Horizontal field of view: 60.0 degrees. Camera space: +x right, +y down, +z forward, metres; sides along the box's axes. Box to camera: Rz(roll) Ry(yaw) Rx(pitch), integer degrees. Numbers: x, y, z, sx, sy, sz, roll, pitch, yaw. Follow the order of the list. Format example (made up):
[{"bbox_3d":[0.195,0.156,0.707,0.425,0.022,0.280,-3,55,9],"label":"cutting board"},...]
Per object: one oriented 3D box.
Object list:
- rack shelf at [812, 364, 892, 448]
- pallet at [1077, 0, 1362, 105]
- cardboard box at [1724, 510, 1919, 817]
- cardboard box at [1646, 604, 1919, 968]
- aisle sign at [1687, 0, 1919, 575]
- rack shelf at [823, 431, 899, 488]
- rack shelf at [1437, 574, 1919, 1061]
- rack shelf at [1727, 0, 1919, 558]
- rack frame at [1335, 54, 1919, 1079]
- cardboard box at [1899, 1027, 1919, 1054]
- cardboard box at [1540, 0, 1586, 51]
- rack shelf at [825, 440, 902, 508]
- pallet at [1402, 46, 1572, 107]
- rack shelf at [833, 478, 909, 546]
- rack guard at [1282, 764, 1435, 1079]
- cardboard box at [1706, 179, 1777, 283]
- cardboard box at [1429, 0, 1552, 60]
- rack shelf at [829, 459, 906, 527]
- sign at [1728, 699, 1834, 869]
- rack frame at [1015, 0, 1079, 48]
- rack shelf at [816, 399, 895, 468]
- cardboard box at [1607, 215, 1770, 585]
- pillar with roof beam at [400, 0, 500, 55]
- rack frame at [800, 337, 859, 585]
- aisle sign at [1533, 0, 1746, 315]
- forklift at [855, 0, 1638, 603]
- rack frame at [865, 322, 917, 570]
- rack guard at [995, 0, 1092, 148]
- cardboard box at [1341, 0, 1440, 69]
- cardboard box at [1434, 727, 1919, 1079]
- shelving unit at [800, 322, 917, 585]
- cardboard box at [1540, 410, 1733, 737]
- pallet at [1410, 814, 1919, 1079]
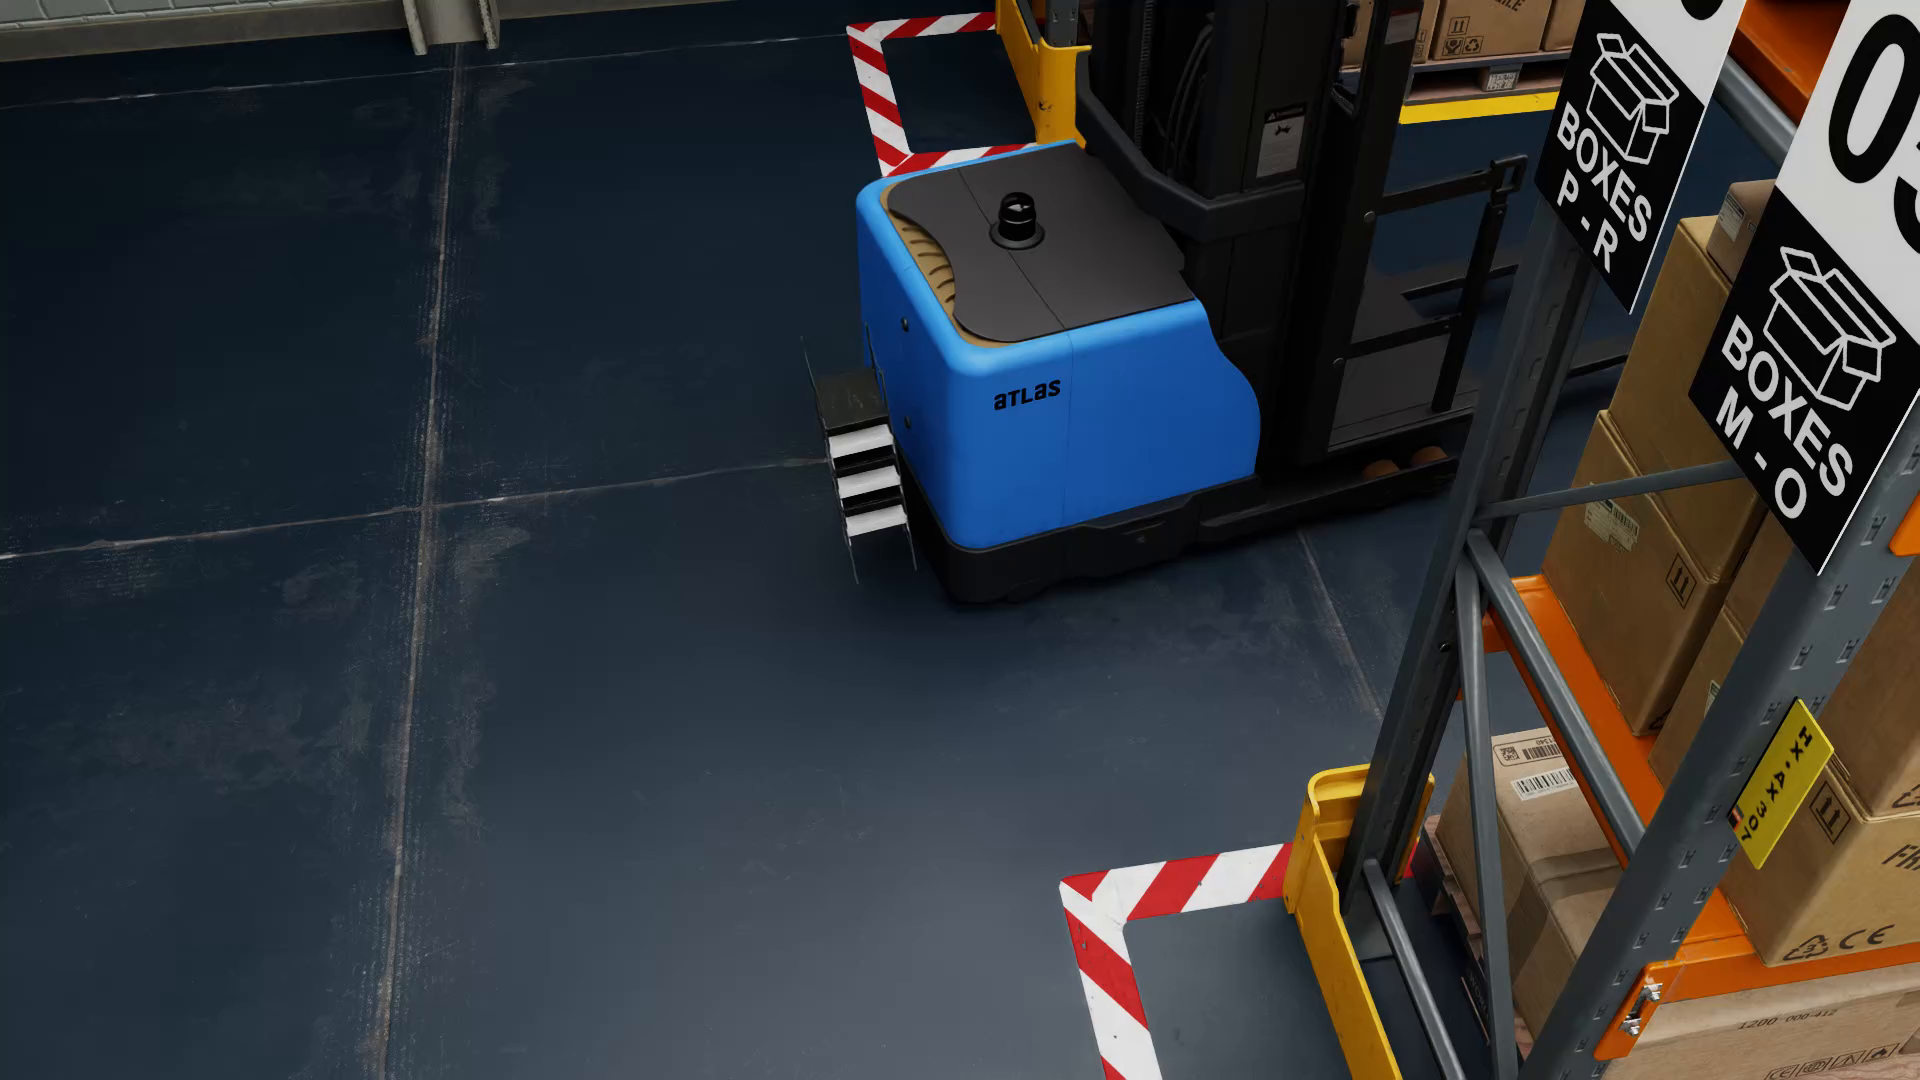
[{"bbox_3d":[-0.340,-0.421,5.191,0.200,0.077,0.258,-14,47,-5],"label":"rack shelf"},{"bbox_3d":[1.217,-2.337,7.856,1.213,0.211,1.003,-7,46,-7],"label":"pallet"},{"bbox_3d":[1.728,0.086,2.820,0.500,0.500,0.500,-8,47,-8],"label":"cardboard box"},{"bbox_3d":[1.729,0.435,3.179,0.500,0.500,0.500,-7,47,-7],"label":"cardboard box"},{"bbox_3d":[1.185,-0.363,2.211,0.004,0.787,0.394,-7,46,-7],"label":"aisle sign"},{"bbox_3d":[-0.323,-0.300,5.323,0.200,0.077,0.258,-14,47,-5],"label":"rack shelf"},{"bbox_3d":[3.177,0.329,3.850,4.000,0.370,1.077,-7,46,-7],"label":"rack shelf"},{"bbox_3d":[3.177,-0.712,2.770,4.000,0.370,1.077,-7,46,-7],"label":"rack shelf"},{"bbox_3d":[1.207,0.324,3.354,0.127,3.000,1.000,-7,46,-7],"label":"rack frame"},{"bbox_3d":[2.740,0.797,4.386,0.875,0.438,0.875,-6,46,-6],"label":"cardboard box"},{"bbox_3d":[2.847,-2.688,7.701,0.500,0.500,0.700,-9,47,-8],"label":"cardboard box"},{"bbox_3d":[-0.314,-0.239,5.389,0.200,0.077,0.258,-14,47,-5],"label":"rack shelf"},{"bbox_3d":[2.416,-2.485,7.998,1.213,0.211,1.003,-7,46,-7],"label":"pallet"},{"bbox_3d":[-0.297,-0.118,5.521,0.200,0.077,0.258,-14,47,-5],"label":"rack shelf"},{"bbox_3d":[1.183,1.195,4.252,0.348,0.500,1.175,-7,46,-7],"label":"rack guard"},{"bbox_3d":[1.526,-0.468,2.904,0.250,0.149,0.380,-7,46,-6],"label":"cardboard box"},{"bbox_3d":[2.362,-2.555,7.573,0.500,0.500,0.500,-6,46,-6],"label":"cardboard box"},{"bbox_3d":[-0.306,-0.178,5.455,0.200,0.077,0.258,-14,47,-5],"label":"rack shelf"},{"bbox_3d":[1.295,0.391,2.634,0.005,0.325,0.100,-7,46,-7],"label":"sign"},{"bbox_3d":[0.357,-3.197,6.747,0.127,3.000,1.000,-7,46,-7],"label":"rack frame"},{"bbox_3d":[-0.332,-0.360,5.257,0.200,0.077,0.258,-14,47,-5],"label":"rack shelf"},{"bbox_3d":[1.641,-0.285,3.178,0.500,0.500,0.500,-6,46,-5],"label":"cardboard box"},{"bbox_3d":[-1.720,-2.532,1.941,0.400,9.000,9.100,-7,46,-7],"label":"pillar with roof beam"},{"bbox_3d":[-0.416,-0.237,5.355,0.006,0.900,0.240,-14,47,-5],"label":"rack frame"},{"bbox_3d":[1.083,-0.789,2.622,0.004,0.787,0.394,-7,46,-7],"label":"aisle sign"},{"bbox_3d":[1.218,-1.478,5.139,3.031,2.935,1.130,-15,48,-14],"label":"forklift"},{"bbox_3d":[-0.219,-0.286,5.374,0.006,0.900,0.240,-14,47,-5],"label":"rack frame"},{"bbox_3d":[0.431,-2.339,7.657,0.348,0.500,1.175,-7,46,-7],"label":"rack guard"},{"bbox_3d":[1.824,-2.561,7.579,0.500,0.500,0.700,-5,46,-5],"label":"cardboard box"},{"bbox_3d":[1.840,0.916,4.272,0.875,0.438,0.875,-9,47,-8],"label":"cardboard box"},{"bbox_3d":[-0.318,-0.261,5.365,0.210,0.900,0.258,-14,47,-5],"label":"shelving unit"},{"bbox_3d":[1.637,0.043,3.556,0.500,0.500,0.500,-7,46,-7],"label":"cardboard box"},{"bbox_3d":[1.981,1.138,4.507,1.213,0.211,1.003,-7,46,-7],"label":"pallet"}]
